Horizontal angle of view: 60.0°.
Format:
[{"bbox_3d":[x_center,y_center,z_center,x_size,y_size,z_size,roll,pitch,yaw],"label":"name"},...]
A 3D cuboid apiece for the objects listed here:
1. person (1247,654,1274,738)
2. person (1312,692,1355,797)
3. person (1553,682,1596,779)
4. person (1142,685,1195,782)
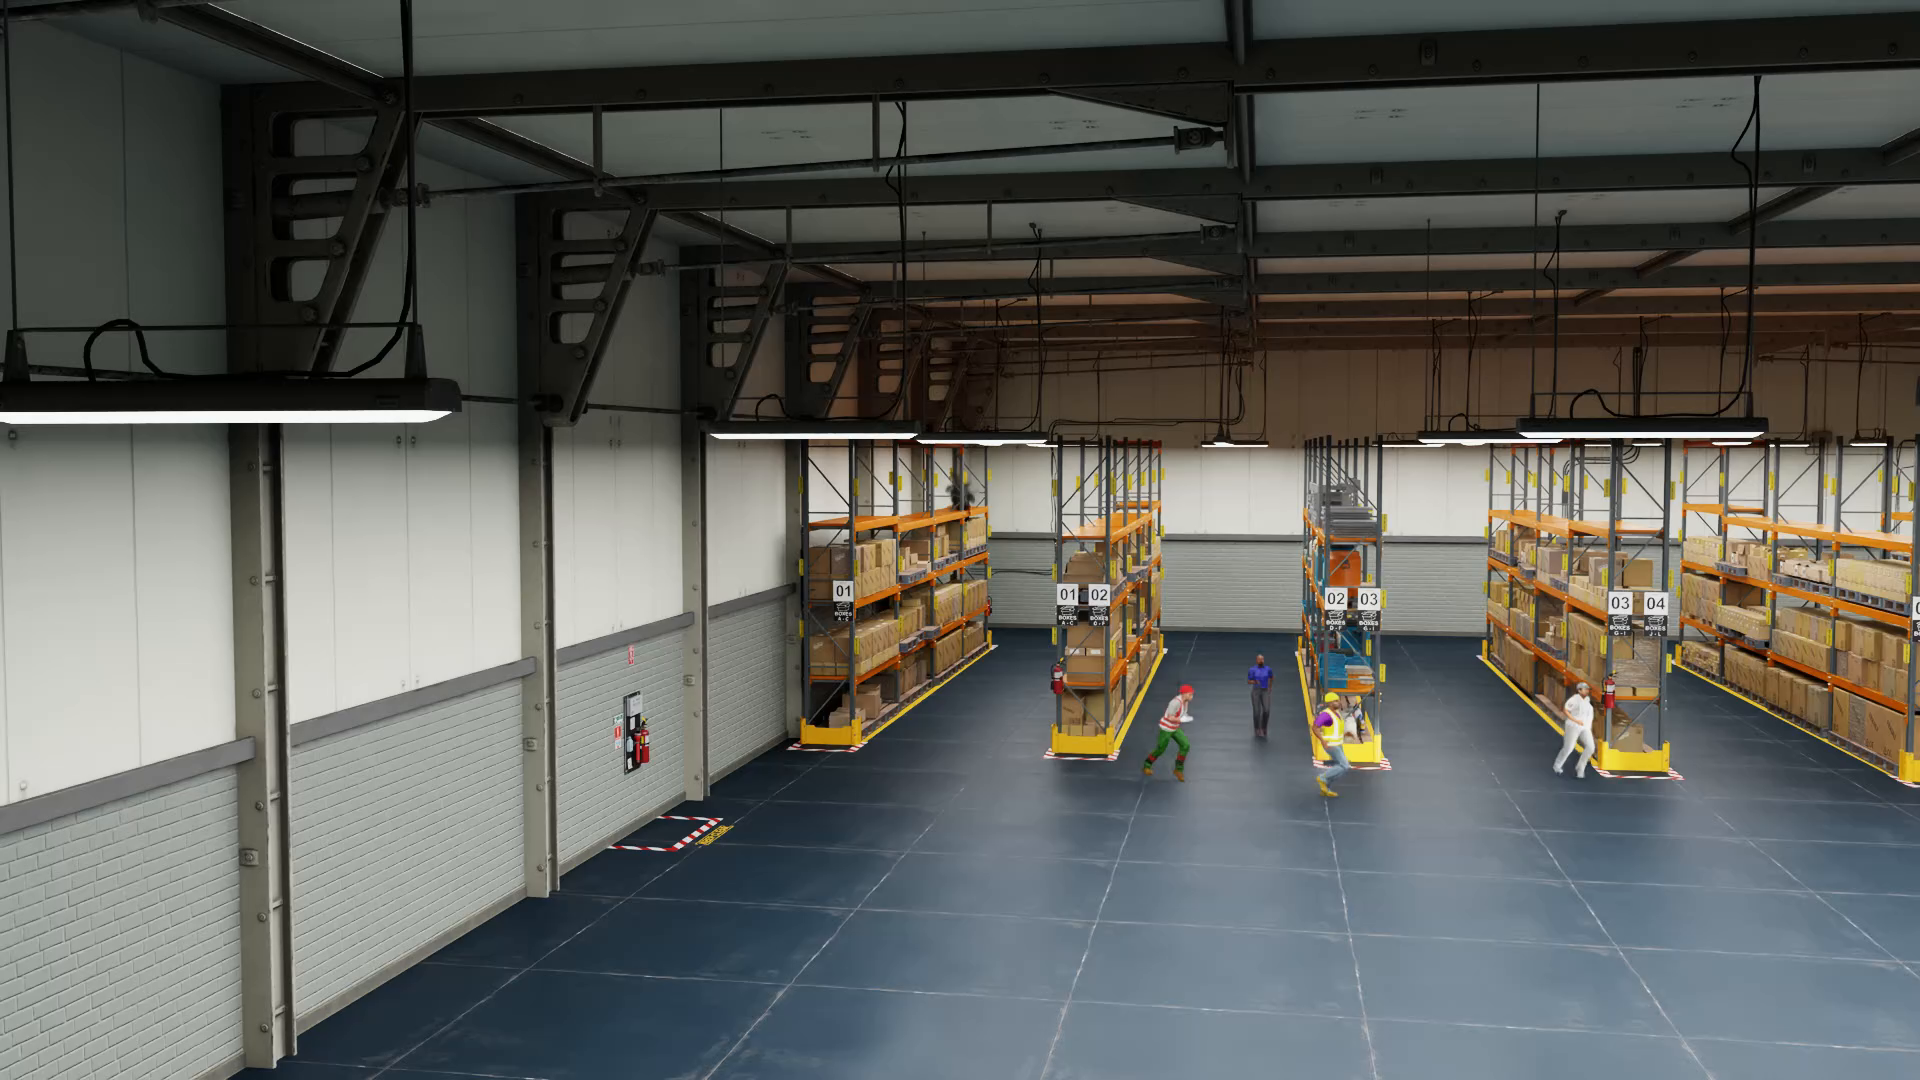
[{"bbox_3d":[6.009,3.112,33.176,0.558,1.685,0.667,0,3,3],"label":"person"},{"bbox_3d":[6.175,3.371,27.348,0.589,1.721,0.700,2,4,31],"label":"person"},{"bbox_3d":[10.871,3.339,29.242,0.668,1.682,0.677,-1,3,-18],"label":"person"},{"bbox_3d":[3.636,3.342,28.901,1.011,1.717,0.705,2,4,34],"label":"person"}]
